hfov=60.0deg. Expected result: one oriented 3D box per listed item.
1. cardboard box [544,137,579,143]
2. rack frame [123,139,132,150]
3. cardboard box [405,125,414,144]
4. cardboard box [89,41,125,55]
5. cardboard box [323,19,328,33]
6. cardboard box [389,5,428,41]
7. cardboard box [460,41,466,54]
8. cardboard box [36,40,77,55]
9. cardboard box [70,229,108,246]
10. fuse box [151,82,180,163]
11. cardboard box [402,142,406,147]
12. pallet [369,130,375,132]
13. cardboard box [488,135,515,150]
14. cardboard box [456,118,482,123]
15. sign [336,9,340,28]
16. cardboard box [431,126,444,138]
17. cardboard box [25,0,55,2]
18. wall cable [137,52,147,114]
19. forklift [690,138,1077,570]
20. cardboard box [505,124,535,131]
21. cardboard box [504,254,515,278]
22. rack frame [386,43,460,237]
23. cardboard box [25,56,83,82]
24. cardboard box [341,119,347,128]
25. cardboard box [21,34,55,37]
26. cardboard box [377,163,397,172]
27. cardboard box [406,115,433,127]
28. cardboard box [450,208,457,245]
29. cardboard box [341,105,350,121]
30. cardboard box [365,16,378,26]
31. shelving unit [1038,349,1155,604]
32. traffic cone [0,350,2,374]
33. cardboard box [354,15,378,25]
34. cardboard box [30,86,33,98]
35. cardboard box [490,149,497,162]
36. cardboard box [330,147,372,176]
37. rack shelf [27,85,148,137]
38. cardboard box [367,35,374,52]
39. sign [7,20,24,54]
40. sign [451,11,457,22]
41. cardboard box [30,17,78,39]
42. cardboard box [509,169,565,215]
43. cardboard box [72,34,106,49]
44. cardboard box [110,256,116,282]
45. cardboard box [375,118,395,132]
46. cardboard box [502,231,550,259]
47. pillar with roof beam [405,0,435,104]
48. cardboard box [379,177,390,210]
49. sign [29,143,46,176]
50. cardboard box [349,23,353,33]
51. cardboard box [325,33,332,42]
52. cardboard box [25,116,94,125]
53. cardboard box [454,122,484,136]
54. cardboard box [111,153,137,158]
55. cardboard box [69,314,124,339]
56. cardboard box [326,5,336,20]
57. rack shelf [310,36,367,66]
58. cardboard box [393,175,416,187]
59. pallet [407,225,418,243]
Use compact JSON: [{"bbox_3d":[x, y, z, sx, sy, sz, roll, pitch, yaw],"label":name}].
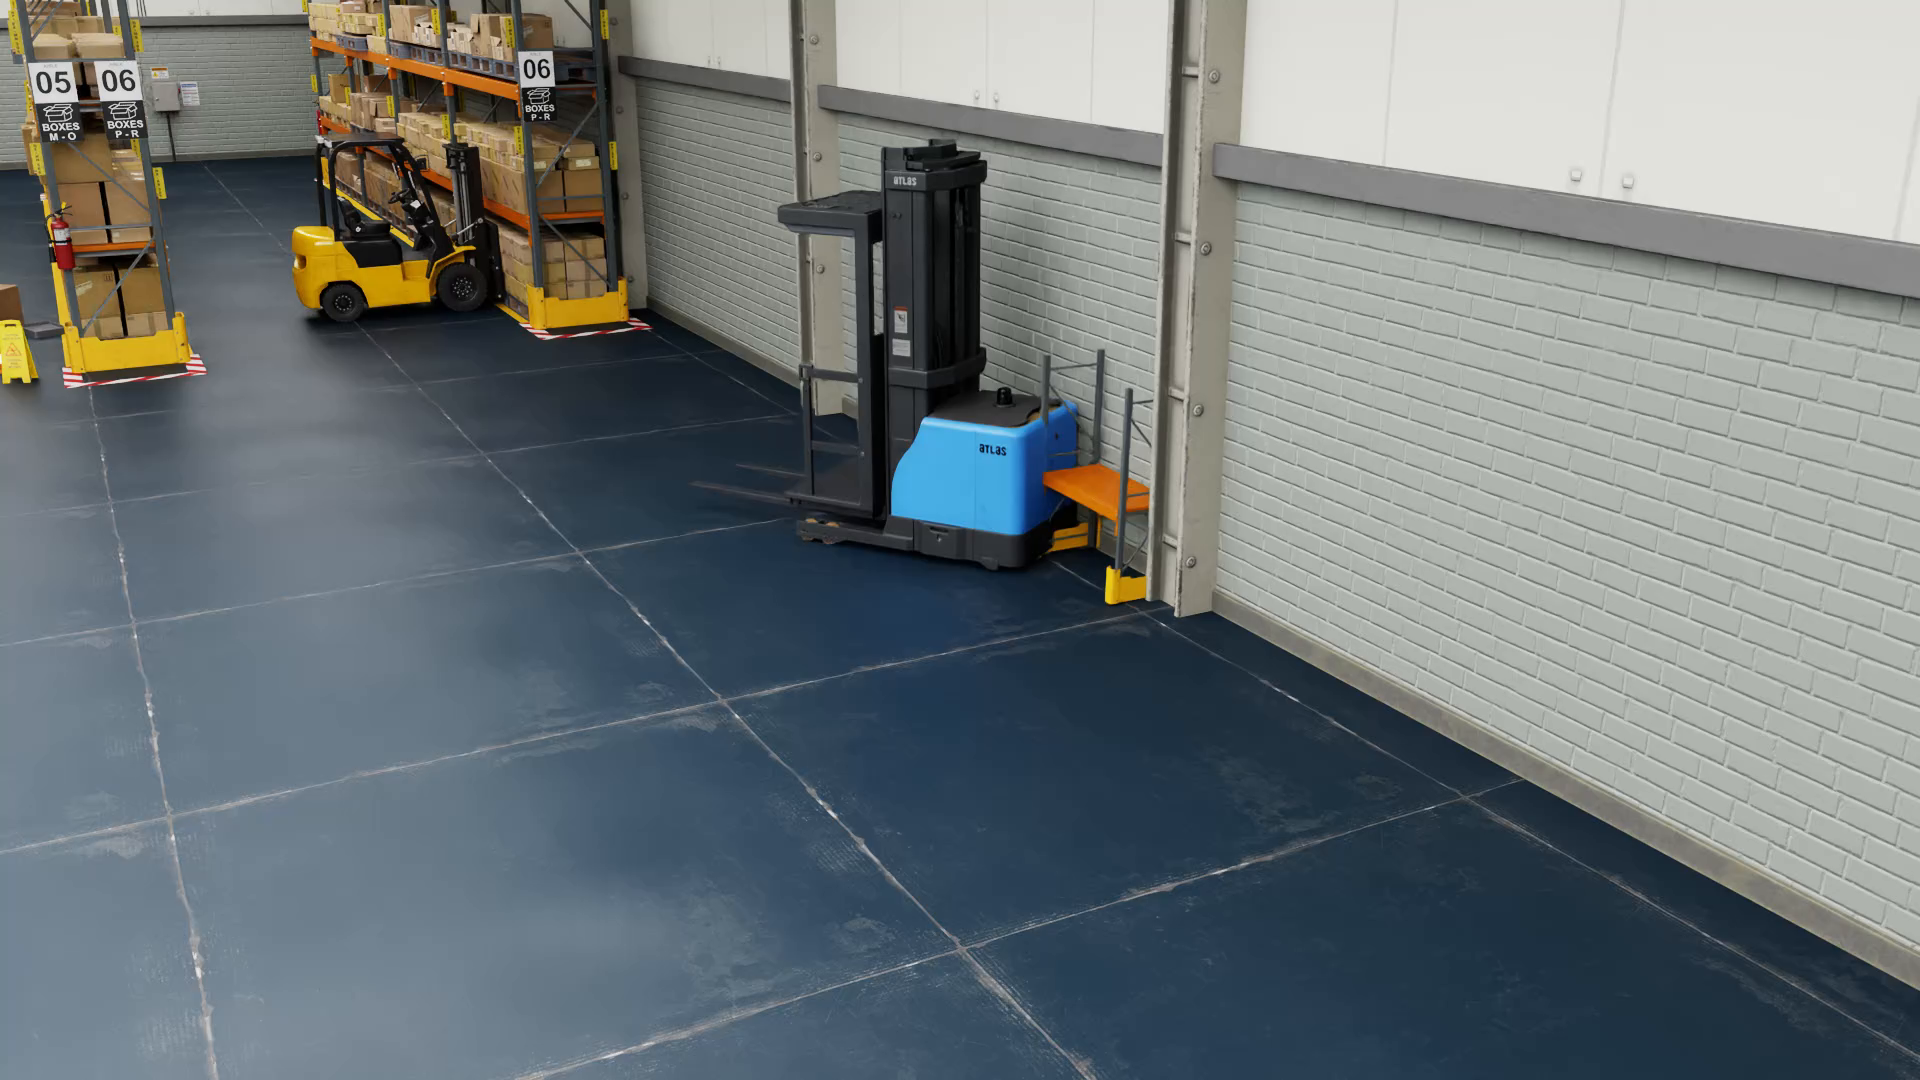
[{"bbox_3d":[-4.967,-4.936,20.732,0.380,0.149,0.250,-10,21,-26],"label":"cardboard box"},{"bbox_3d":[-10.924,-4.463,20.965,1.000,3.000,0.127,-10,21,-27],"label":"rack frame"},{"bbox_3d":[-8.225,-6.237,25.571,0.500,0.250,0.500,-9,21,-25],"label":"cardboard box"},{"bbox_3d":[-9.266,-5.359,18.127,0.380,0.149,0.250,-10,21,-27],"label":"cardboard box"},{"bbox_3d":[-11.528,-9.559,30.910,0.500,0.250,0.500,-10,22,-28],"label":"cardboard box"},{"bbox_3d":[-8.328,-7.846,25.222,0.500,0.500,0.500,-10,21,-26],"label":"cardboard box"},{"bbox_3d":[-6.247,-6.381,21.515,0.380,0.149,0.250,-9,21,-25],"label":"cardboard box"},{"bbox_3d":[-9.958,-5.424,18.314,0.380,0.149,0.250,-11,22,-28],"label":"cardboard box"},{"bbox_3d":[-9.391,-3.270,17.894,0.380,0.149,0.250,-9,21,-25],"label":"cardboard box"},{"bbox_3d":[-17.403,-9.197,36.661,0.539,1.711,0.414,-10,21,-27],"label":"fuse box"},{"bbox_3d":[-8.462,-6.145,26.070,0.500,0.250,0.500,-10,21,-26],"label":"cardboard box"},{"bbox_3d":[-9.385,-6.848,28.171,1.003,0.211,1.213,-10,21,-27],"label":"pallet"},{"bbox_3d":[-5.708,-5.000,20.918,0.380,0.149,0.250,-10,21,-26],"label":"cardboard box"},{"bbox_3d":[-7.379,-6.235,24.954,0.380,0.149,0.250,-9,21,-25],"label":"cardboard box"},{"bbox_3d":[-10.831,-9.105,29.028,0.100,0.325,0.005,-10,21,-27],"label":"sign"},{"bbox_3d":[-7.366,-5.855,23.852,0.380,0.149,0.250,-11,22,-28],"label":"cardboard box"},{"bbox_3d":[-15.798,-9.016,28.614,0.500,0.500,0.500,-10,21,-26],"label":"cardboard box"},{"bbox_3d":[-18.078,-10.226,36.110,0.588,1.984,0.122,-10,21,-27],"label":"wall cable"},{"bbox_3d":[-0.663,-1.491,12.458,3.031,2.935,1.130,10,21,26],"label":"forklift"},{"bbox_3d":[-5.920,-5.530,22.454,0.380,0.149,0.250,-10,22,-27],"label":"cardboard box"},{"bbox_3d":[-5.393,-3.456,20.854,0.500,0.250,0.500,-10,22,-27],"label":"cardboard box"},{"bbox_3d":[-8.457,-6.381,26.524,1.000,3.000,0.127,-10,21,-27],"label":"rack frame"},{"bbox_3d":[-9.731,-5.054,17.854,0.500,0.250,0.500,-10,22,-27],"label":"cardboard box"},{"bbox_3d":[-11.265,-7.753,30.887,0.380,0.149,0.250,-10,22,-27],"label":"cardboard box"},{"bbox_3d":[-11.062,-5.998,19.978,0.380,0.149,0.250,-10,22,-28],"label":"cardboard box"},{"bbox_3d":[-9.947,-6.492,29.042,0.380,0.149,0.250,-10,22,-28],"label":"cardboard box"},{"bbox_3d":[-8.293,-6.451,25.581,0.380,0.149,0.250,-9,21,-25],"label":"cardboard box"},{"bbox_3d":[-6.816,-4.456,23.945,0.875,0.625,0.625,-9,21,-24],"label":"cardboard box"},{"bbox_3d":[-11.064,-7.849,30.552,0.500,0.250,0.500,-10,21,-26],"label":"cardboard box"},{"bbox_3d":[-9.497,-8.482,27.179,0.380,0.149,0.250,-10,21,-26],"label":"cardboard box"},{"bbox_3d":[1.036,-0.473,11.631,0.587,1.500,1.083,-9,22,-28],"label":"shelving unit"},{"bbox_3d":[-10.365,-2.039,17.830,0.336,0.463,0.334,-10,21,-27],"label":"traffic cone"},{"bbox_3d":[-9.818,-8.628,27.570,0.380,0.149,0.250,-10,21,-26],"label":"cardboard box"},{"bbox_3d":[-9.588,-4.739,17.553,0.380,0.149,0.250,-10,21,-26],"label":"cardboard box"},{"bbox_3d":[-5.700,-4.859,20.966,0.380,0.149,0.250,-10,21,-26],"label":"cardboard box"},{"bbox_3d":[-12.049,-7.505,32.967,0.797,0.503,0.637,-11,22,-29],"label":"cardboard box"},{"bbox_3d":[-9.975,-4.966,18.930,1.077,0.370,4.000,-10,21,-27],"label":"rack shelf"},{"bbox_3d":[-9.392,-8.125,27.212,0.500,0.250,0.500,-10,21,-27],"label":"cardboard box"},{"bbox_3d":[-9.523,-5.071,16.772,0.100,0.325,0.005,-10,21,-27],"label":"sign"},{"bbox_3d":[-7.965,-8.164,26.180,0.100,0.325,0.005,-10,21,-27],"label":"sign"},{"bbox_3d":[-11.312,-6.391,20.776,0.500,0.250,0.500,-9,21,-25],"label":"cardboard box"},{"bbox_3d":[-5.123,-4.232,20.144,0.500,0.500,0.500,-11,22,-28],"label":"cardboard box"},{"bbox_3d":[-10.346,-5.930,19.783,0.380,0.149,0.250,-9,21,-25],"label":"cardboard box"},{"bbox_3d":[-9.921,-3.295,20.005,0.500,0.500,0.500,-9,21,-24],"label":"cardboard box"},{"bbox_3d":[-9.243,-6.761,27.213,0.500,0.250,0.500,-11,22,-29],"label":"cardboard box"},{"bbox_3d":[-5.399,-3.685,20.751,0.500,0.250,0.500,-10,21,-26],"label":"cardboard box"},{"bbox_3d":[-13.683,-10.038,27.925,9.100,9.000,0.400,-10,21,-27],"label":"pillar with roof beam"},{"bbox_3d":[-9.590,-5.927,28.398,0.500,0.500,0.500,-11,22,-29],"label":"cardboard box"},{"bbox_3d":[-9.523,-3.931,17.165,0.100,0.325,0.005,-10,21,-27],"label":"sign"},{"bbox_3d":[-10.078,-8.634,28.043,0.380,0.149,0.250,-10,22,-27],"label":"cardboard box"},{"bbox_3d":[-11.545,-9.323,30.838,0.380,0.149,0.250,-10,21,-26],"label":"cardboard box"},{"bbox_3d":[-10.468,-4.665,19.409,0.700,0.500,0.500,-11,22,-28],"label":"cardboard box"},{"bbox_3d":[-6.668,-5.590,22.628,0.380,0.149,0.250,-10,21,-26],"label":"cardboard box"},{"bbox_3d":[-10.244,-4.415,20.217,0.500,0.500,0.500,-9,21,-25],"label":"cardboard box"},{"bbox_3d":[-9.657,-2.410,18.589,0.500,0.250,0.500,-10,21,-27],"label":"cardboard box"},{"bbox_3d":[-11.290,-9.652,30.413,0.500,0.250,0.500,-10,21,-26],"label":"cardboard box"},{"bbox_3d":[-11.307,-9.181,31.144,1.077,0.370,4.000,-10,21,-27],"label":"rack shelf"},{"bbox_3d":[-9.072,-5.880,27.268,0.380,0.149,0.250,-11,22,-29],"label":"cardboard box"},{"bbox_3d":[-8.101,-4.820,26.277,1.003,0.211,1.213,-10,21,-27],"label":"pallet"}]
